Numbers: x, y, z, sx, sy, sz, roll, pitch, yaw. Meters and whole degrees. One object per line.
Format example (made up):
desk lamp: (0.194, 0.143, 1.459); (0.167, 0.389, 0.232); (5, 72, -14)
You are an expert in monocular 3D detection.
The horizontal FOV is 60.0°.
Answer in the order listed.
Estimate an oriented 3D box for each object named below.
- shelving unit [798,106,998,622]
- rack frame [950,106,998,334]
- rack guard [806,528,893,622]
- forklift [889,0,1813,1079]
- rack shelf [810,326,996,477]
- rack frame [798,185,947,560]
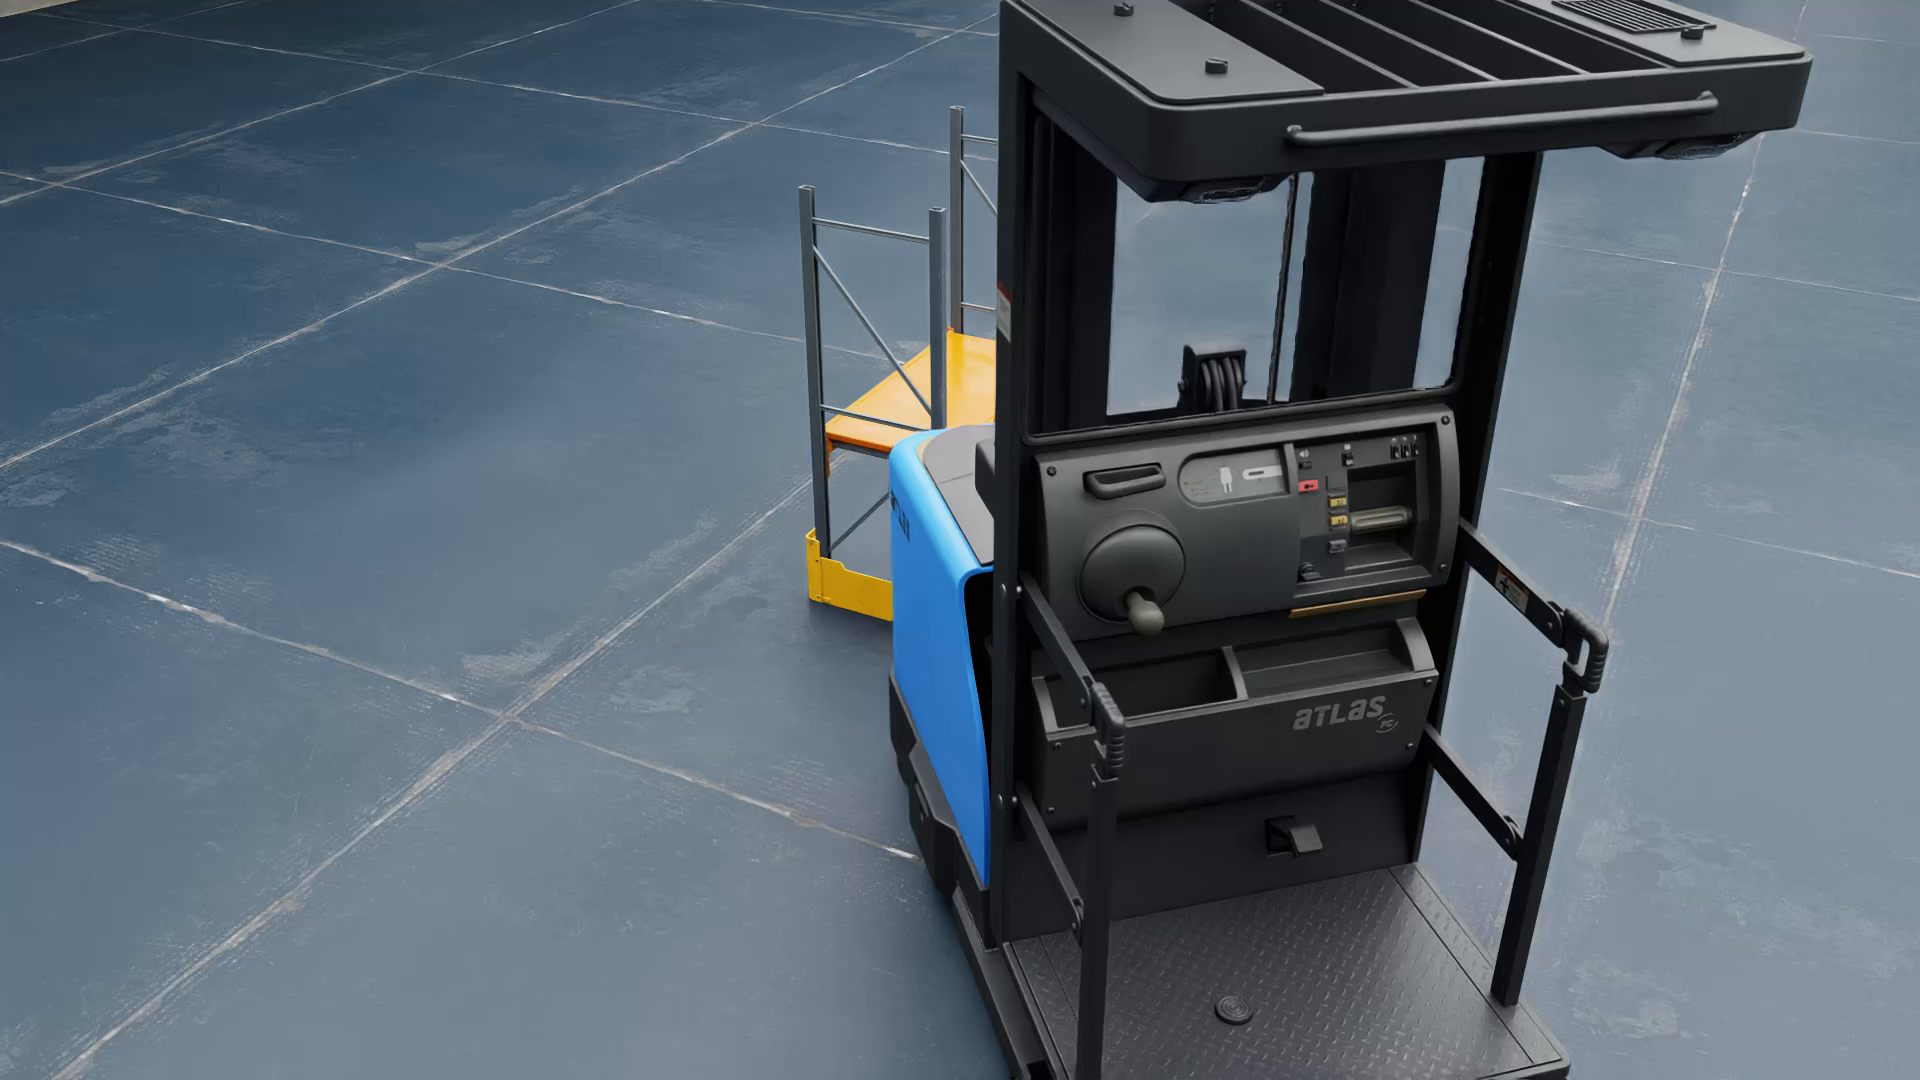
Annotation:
shelving unit: (-0.035, -0.617, 5.818); (0.587, 1.500, 1.083); (14, 33, 23)
rack frame: (0.193, -0.838, 6.203); (0.500, 1.500, 0.032); (14, 33, 23)
rack guard: (-0.262, 0.146, 5.744); (0.587, 0.250, 0.087); (14, 33, 23)
forklift: (0.673, 0.008, 3.292); (1.130, 2.935, 3.031); (-8, 31, -13)
rack shelf: (-0.039, -0.457, 5.900); (0.538, 0.185, 1.000); (14, 33, 23)
rack frame: (-0.270, -0.387, 5.418); (0.500, 1.500, 0.032); (14, 33, 23)
